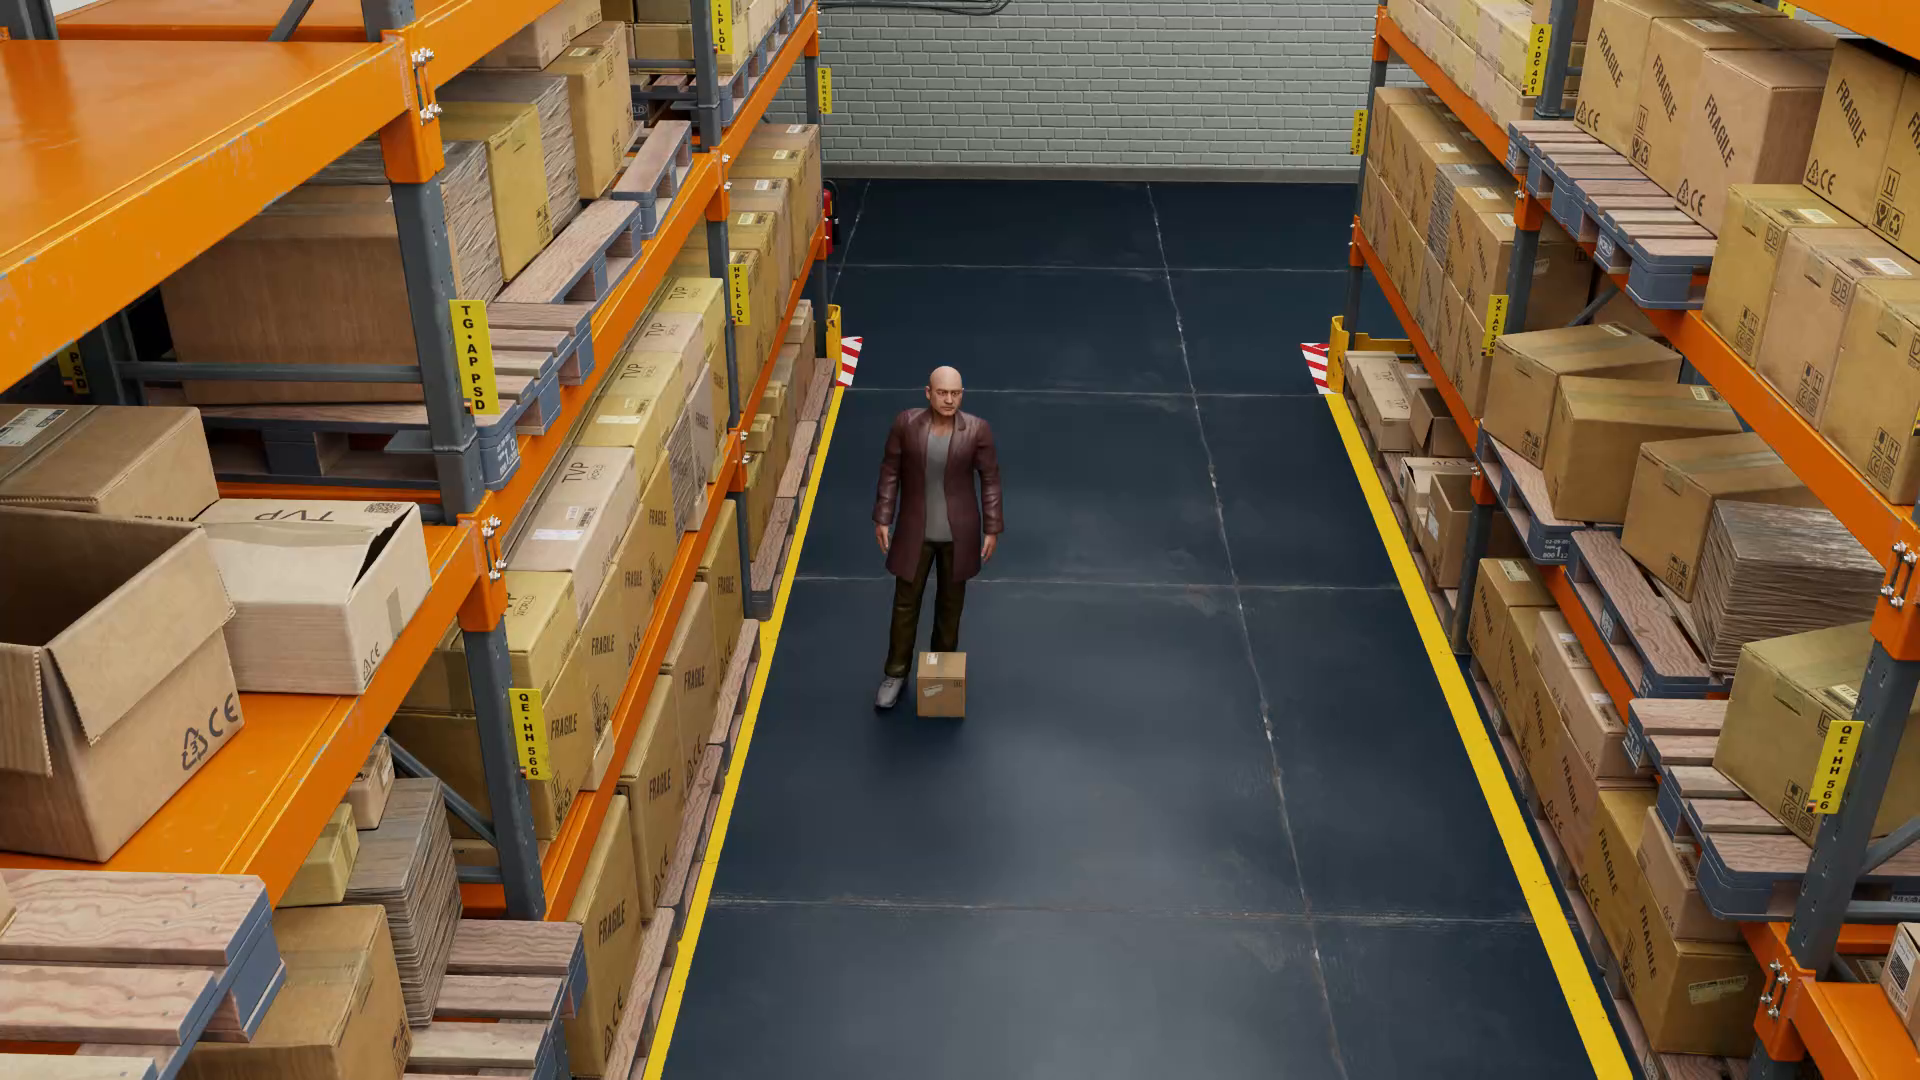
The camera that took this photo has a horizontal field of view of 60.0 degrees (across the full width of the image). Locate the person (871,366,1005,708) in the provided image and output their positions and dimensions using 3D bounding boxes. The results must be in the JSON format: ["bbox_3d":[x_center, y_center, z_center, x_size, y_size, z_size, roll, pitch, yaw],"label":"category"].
[{"bbox_3d":[-0.118,-0.003,8.623,0.697,1.779,0.579,1,28,2],"label":"person"}]
